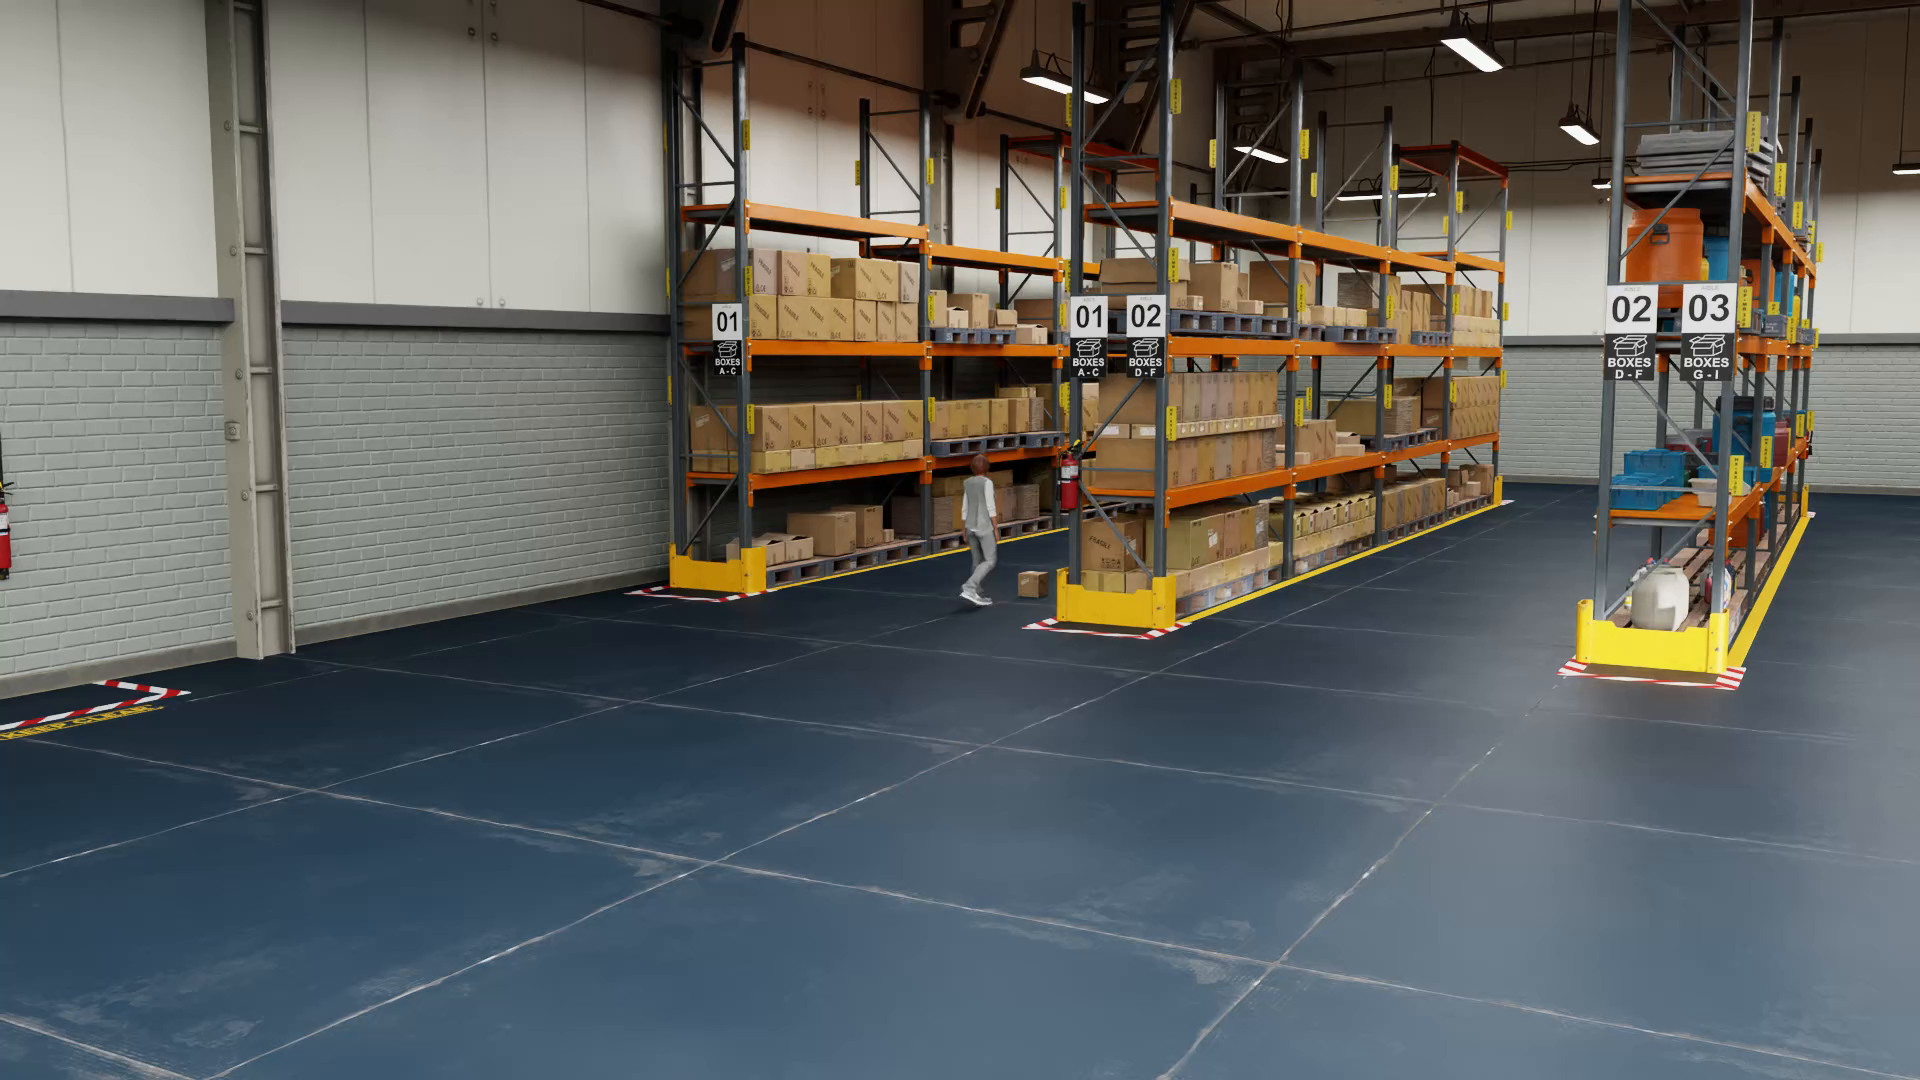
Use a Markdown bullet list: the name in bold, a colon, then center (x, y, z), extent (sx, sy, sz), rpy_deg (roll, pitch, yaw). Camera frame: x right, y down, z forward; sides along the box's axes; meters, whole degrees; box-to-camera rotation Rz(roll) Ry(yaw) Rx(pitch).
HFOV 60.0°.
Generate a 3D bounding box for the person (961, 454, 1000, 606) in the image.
- **person**: center (0.180, -0.092, 17.372), extent (0.526, 1.597, 0.436), rpy_deg (-6, 9, -44)
